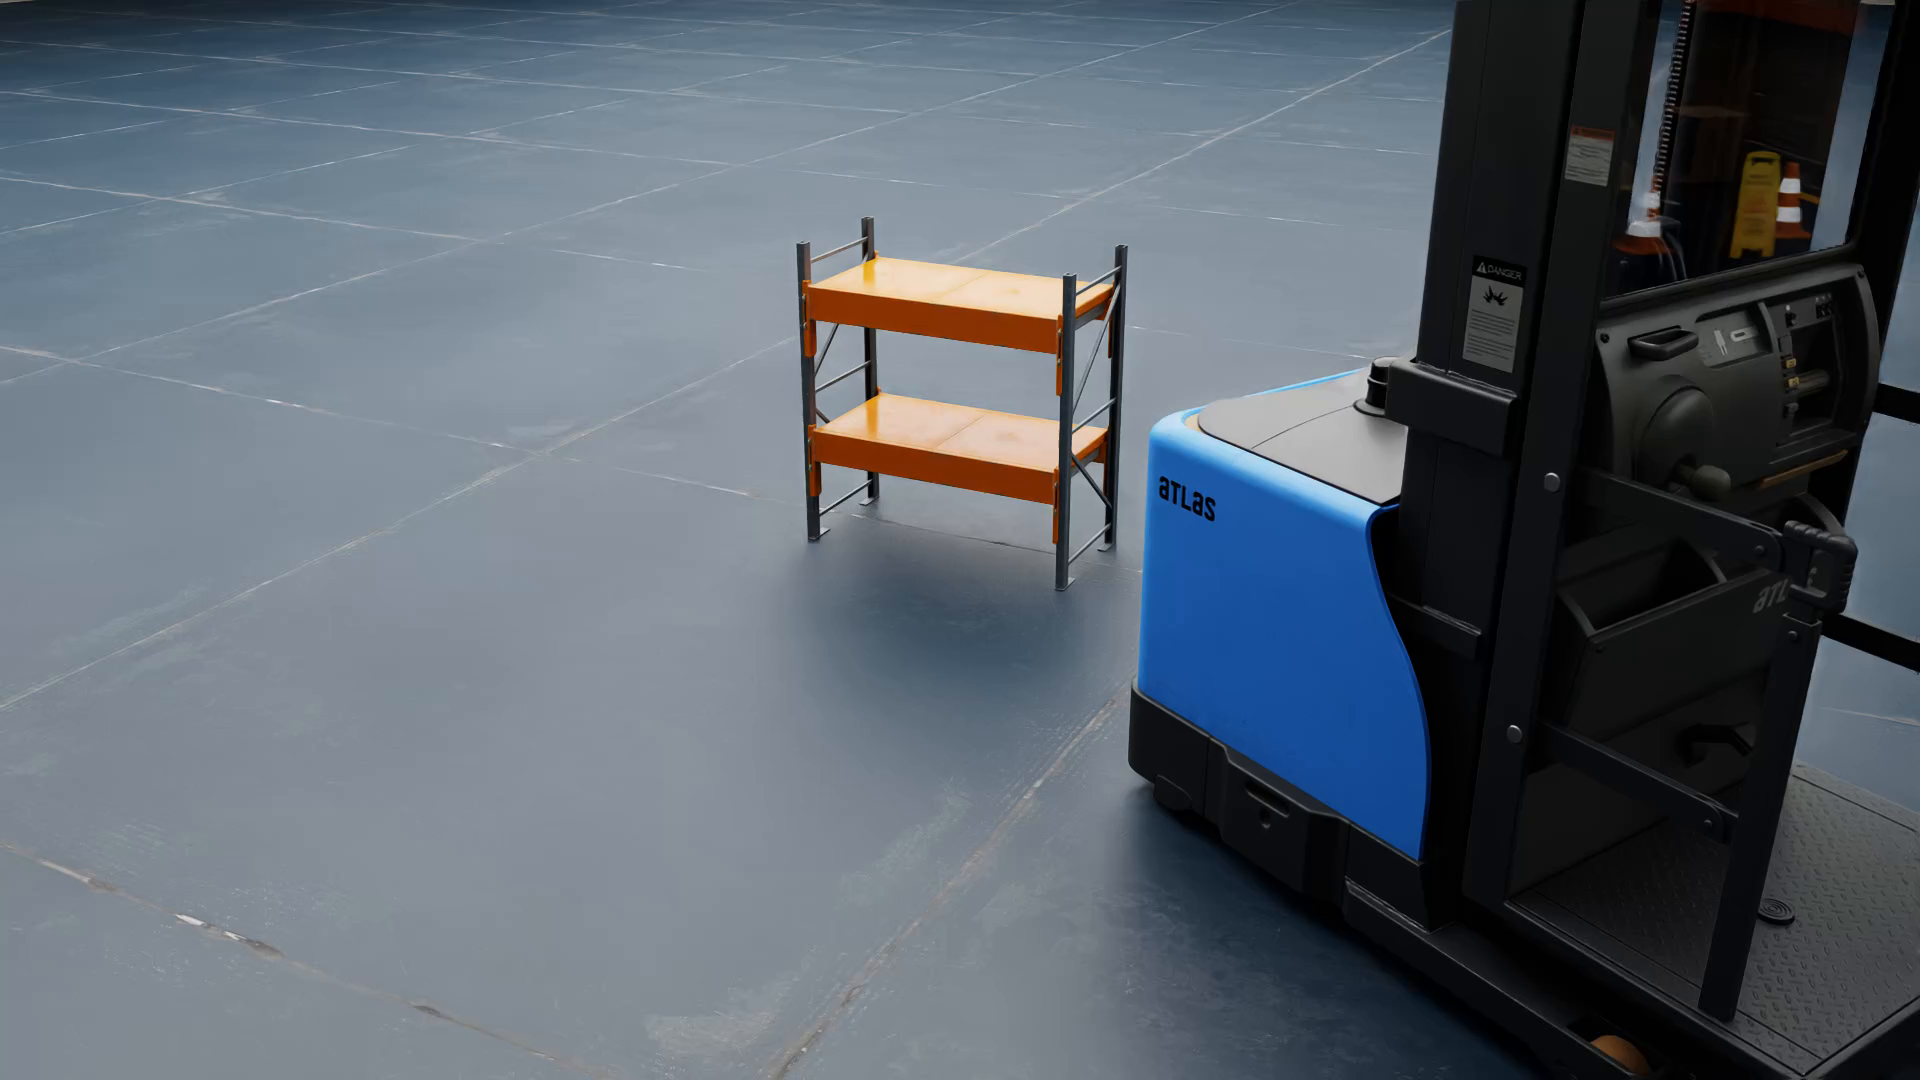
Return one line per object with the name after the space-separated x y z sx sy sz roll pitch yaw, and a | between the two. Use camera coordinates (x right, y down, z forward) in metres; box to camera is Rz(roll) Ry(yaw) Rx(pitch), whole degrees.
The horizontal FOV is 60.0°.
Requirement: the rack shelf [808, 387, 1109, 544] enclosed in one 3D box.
0.006 -0.291 6.123 1.000 0.278 0.538 11 25 25 | rack shelf

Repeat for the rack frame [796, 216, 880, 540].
-0.448 -0.606 6.238 0.032 1.125 0.500 11 25 25 | rack frame

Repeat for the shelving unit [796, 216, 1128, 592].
0.006 -0.516 6.027 1.048 1.125 0.538 11 25 25 | shelving unit

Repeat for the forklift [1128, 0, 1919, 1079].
1.710 -0.303 3.218 1.130 2.935 3.031 -15 27 -31 | forklift

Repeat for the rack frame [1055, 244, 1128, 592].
0.460 -0.427 5.816 0.032 1.125 0.500 11 25 25 | rack frame

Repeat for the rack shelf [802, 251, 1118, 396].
0.006 -0.786 5.913 1.000 0.278 0.538 11 25 25 | rack shelf
